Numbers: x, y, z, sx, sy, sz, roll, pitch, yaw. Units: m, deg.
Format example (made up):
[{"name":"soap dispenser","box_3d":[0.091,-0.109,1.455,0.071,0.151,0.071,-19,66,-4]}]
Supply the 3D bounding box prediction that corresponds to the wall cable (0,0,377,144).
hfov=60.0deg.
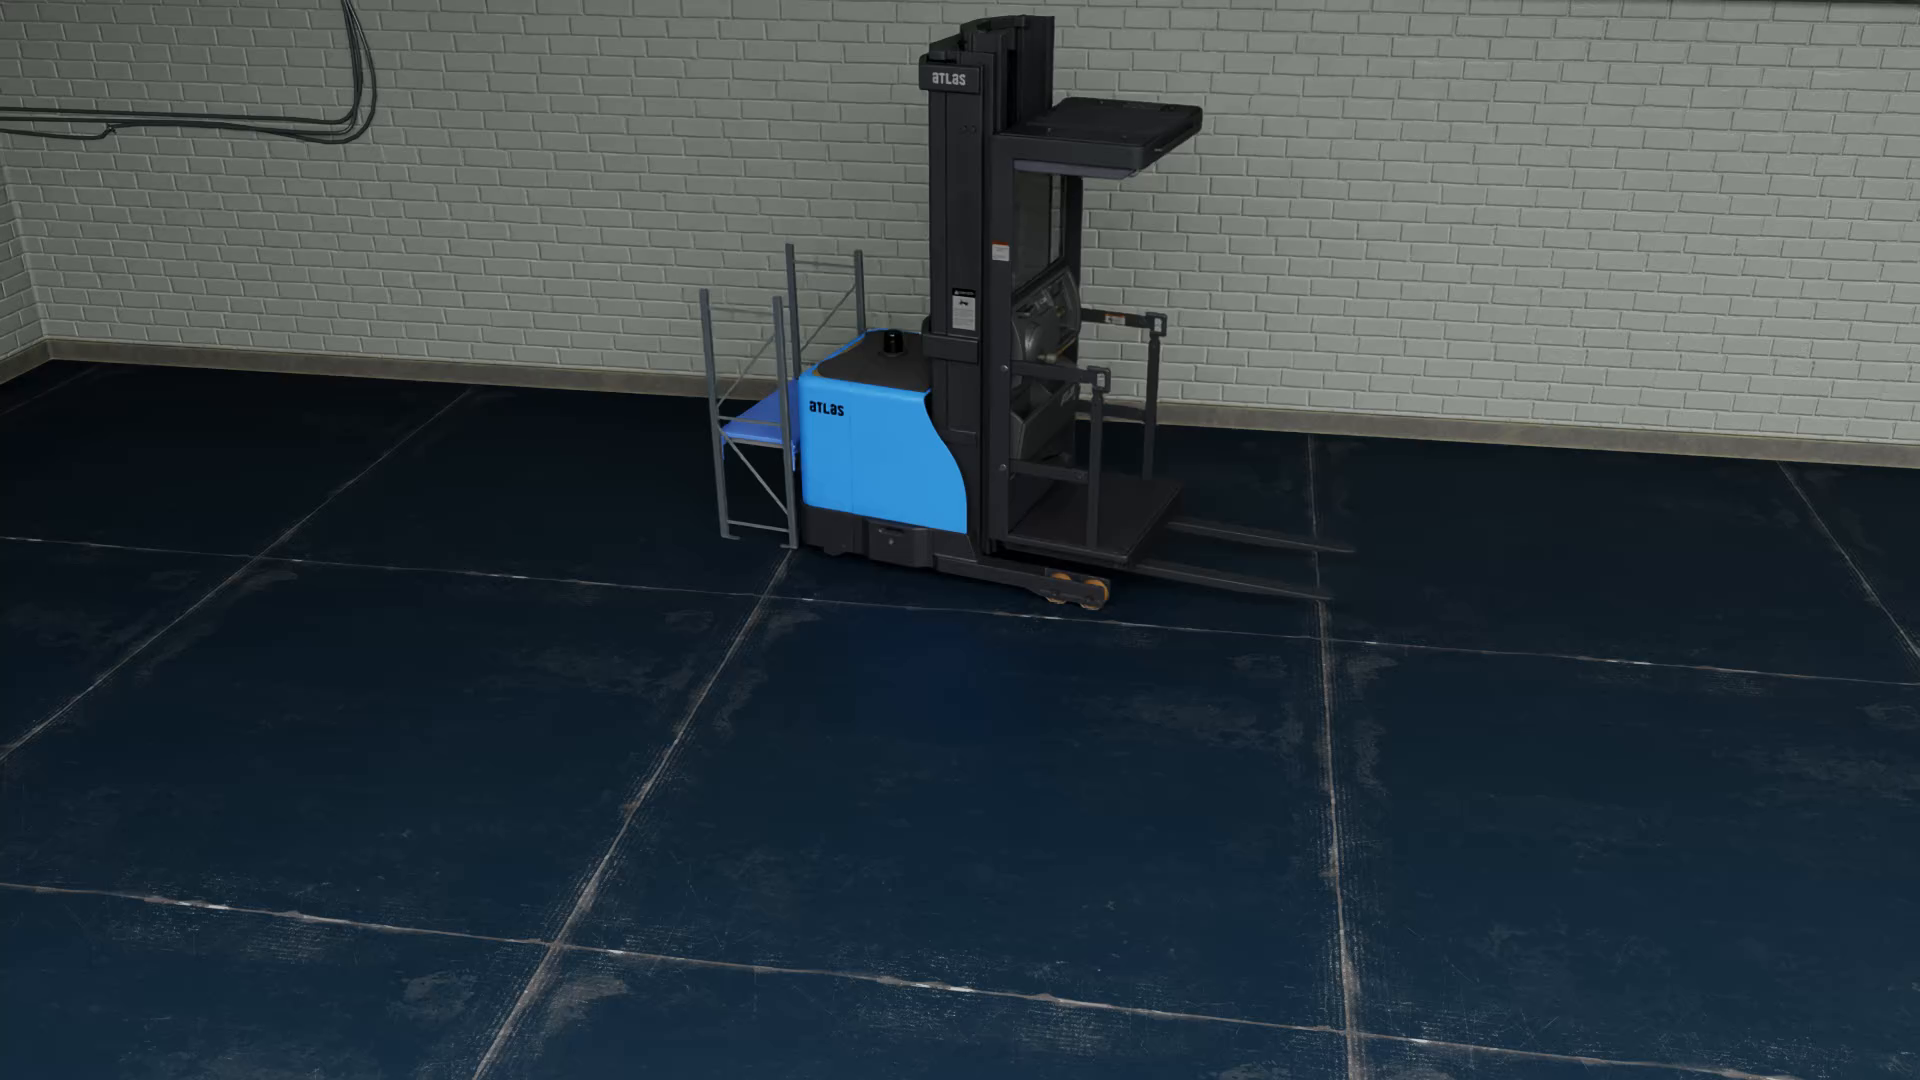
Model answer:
[{"name":"wall cable","box_3d":[-5.519,-3.940,11.216,3.097,2.526,0.112,4,25,9]}]

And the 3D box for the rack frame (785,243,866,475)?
[{"name":"rack frame","box_3d":[-0.801,-1.068,10.248,0.500,1.500,0.032,9,26,21]}]

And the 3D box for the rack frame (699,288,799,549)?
[{"name":"rack frame","box_3d":[-1.186,-0.669,9.396,0.500,1.500,0.032,9,26,21]}]

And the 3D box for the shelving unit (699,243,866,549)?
[{"name":"shelving unit","box_3d":[-0.993,-0.868,9.822,0.538,1.500,1.048,9,26,21]}]

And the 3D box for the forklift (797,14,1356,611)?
[{"name":"forklift","box_3d":[0.651,-1.203,8.863,3.031,2.935,1.130,10,27,21]}]

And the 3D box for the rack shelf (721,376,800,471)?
[{"name":"rack shelf","box_3d":[-0.990,-0.705,9.896,0.538,0.185,1.000,9,26,21]}]
